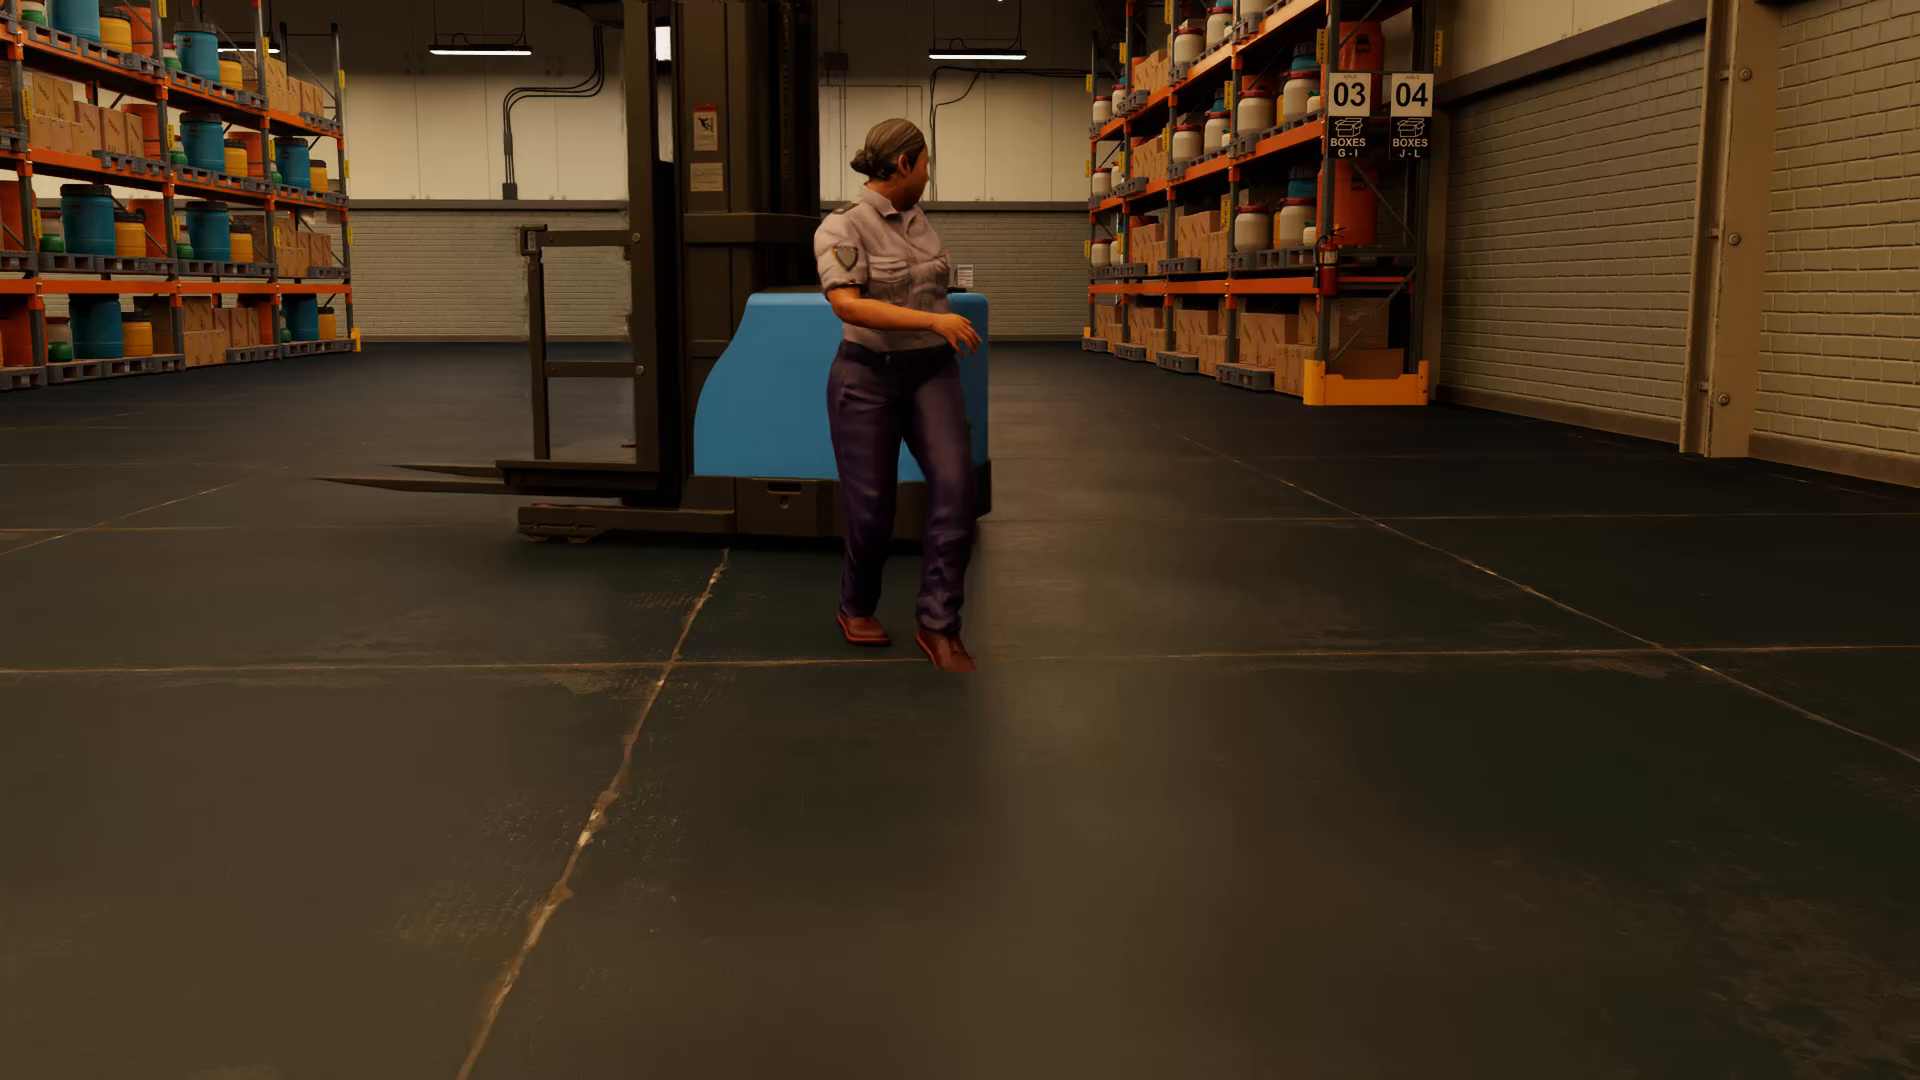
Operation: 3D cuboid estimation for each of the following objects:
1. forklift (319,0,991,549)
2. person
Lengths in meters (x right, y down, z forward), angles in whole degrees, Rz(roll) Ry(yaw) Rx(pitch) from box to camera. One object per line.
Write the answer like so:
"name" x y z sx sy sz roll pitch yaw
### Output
"forklift" -1.432 -1.506 7.471 3.031 2.935 1.130 2 9 15
"person" -0.202 -0.428 4.987 0.518 1.633 0.850 -4 9 -27
